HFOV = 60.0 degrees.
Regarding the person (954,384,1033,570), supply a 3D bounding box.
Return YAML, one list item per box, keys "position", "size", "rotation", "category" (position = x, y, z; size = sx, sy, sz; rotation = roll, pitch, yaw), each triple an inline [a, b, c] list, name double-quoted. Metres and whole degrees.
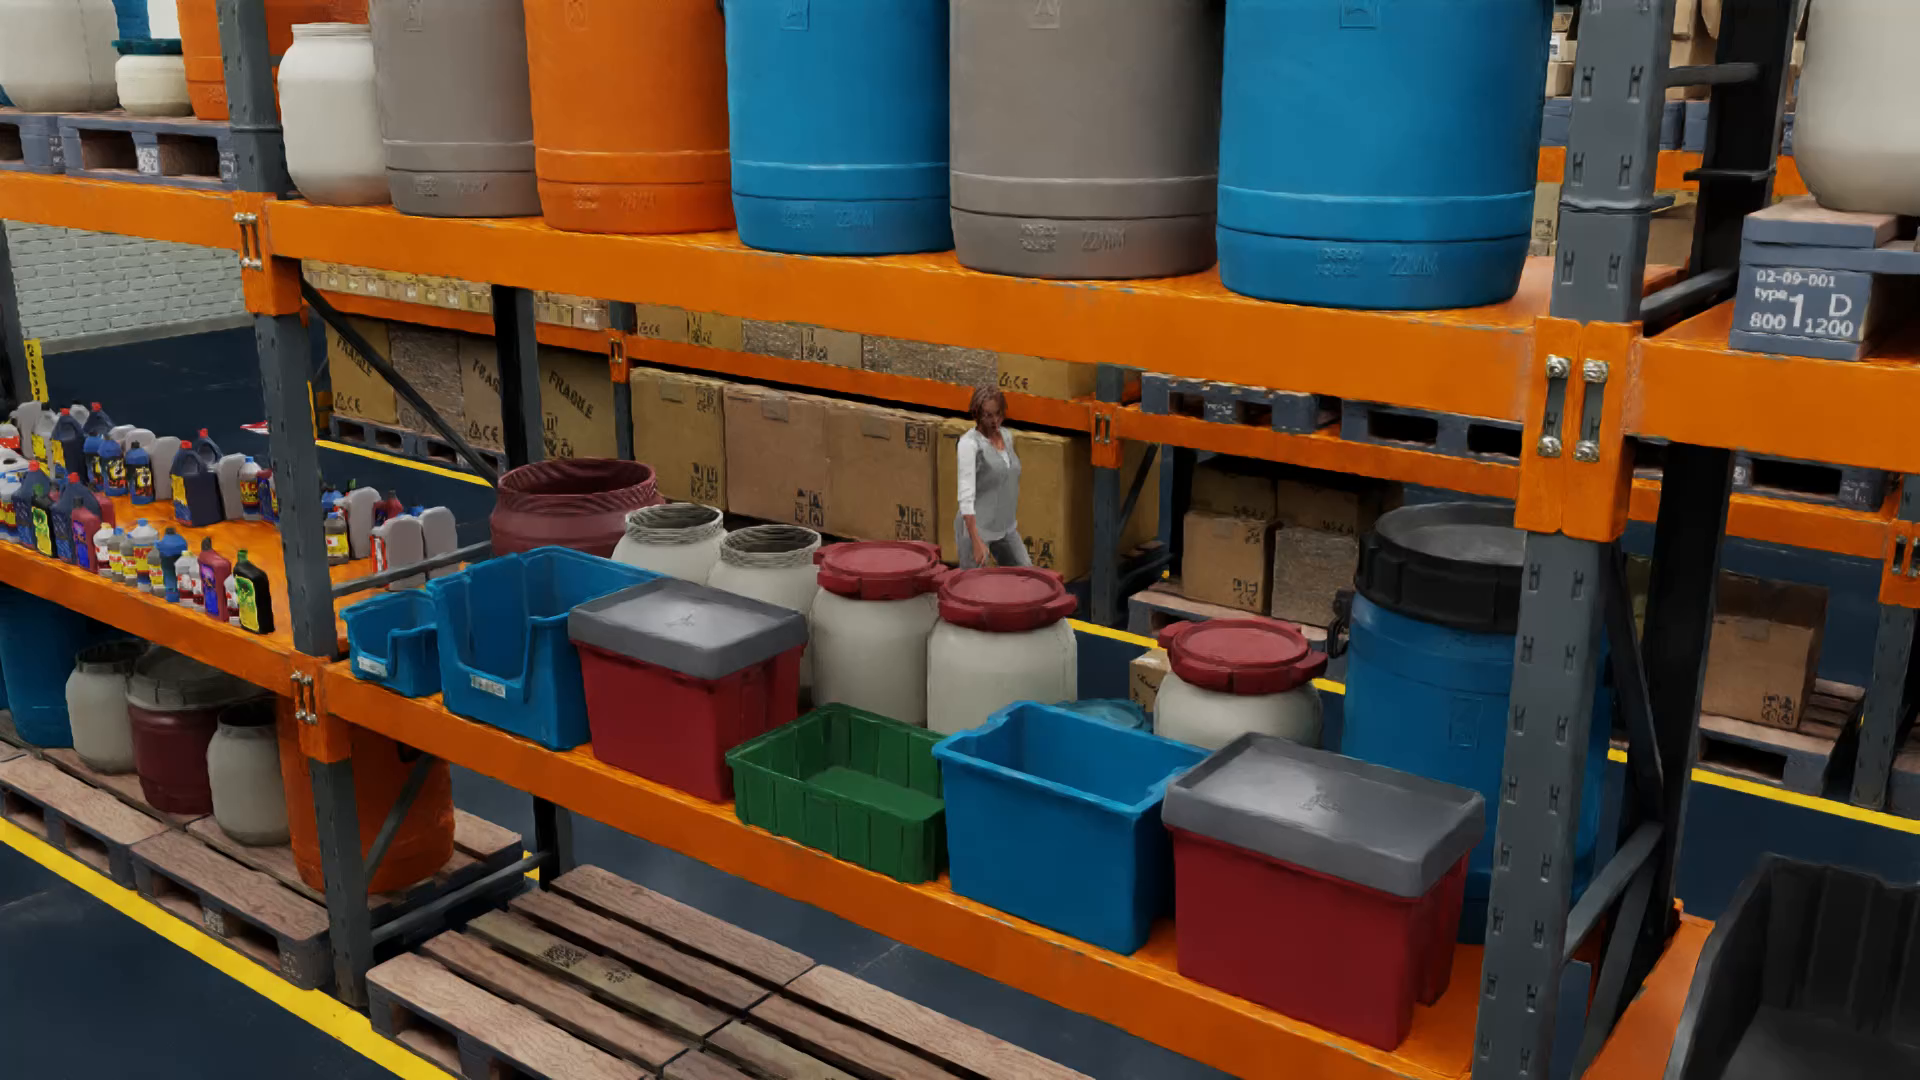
- position: [0.150, -0.031, 8.623]
  size: [0.436, 1.584, 0.462]
  rotation: [11, 20, 32]
  category: "person"
